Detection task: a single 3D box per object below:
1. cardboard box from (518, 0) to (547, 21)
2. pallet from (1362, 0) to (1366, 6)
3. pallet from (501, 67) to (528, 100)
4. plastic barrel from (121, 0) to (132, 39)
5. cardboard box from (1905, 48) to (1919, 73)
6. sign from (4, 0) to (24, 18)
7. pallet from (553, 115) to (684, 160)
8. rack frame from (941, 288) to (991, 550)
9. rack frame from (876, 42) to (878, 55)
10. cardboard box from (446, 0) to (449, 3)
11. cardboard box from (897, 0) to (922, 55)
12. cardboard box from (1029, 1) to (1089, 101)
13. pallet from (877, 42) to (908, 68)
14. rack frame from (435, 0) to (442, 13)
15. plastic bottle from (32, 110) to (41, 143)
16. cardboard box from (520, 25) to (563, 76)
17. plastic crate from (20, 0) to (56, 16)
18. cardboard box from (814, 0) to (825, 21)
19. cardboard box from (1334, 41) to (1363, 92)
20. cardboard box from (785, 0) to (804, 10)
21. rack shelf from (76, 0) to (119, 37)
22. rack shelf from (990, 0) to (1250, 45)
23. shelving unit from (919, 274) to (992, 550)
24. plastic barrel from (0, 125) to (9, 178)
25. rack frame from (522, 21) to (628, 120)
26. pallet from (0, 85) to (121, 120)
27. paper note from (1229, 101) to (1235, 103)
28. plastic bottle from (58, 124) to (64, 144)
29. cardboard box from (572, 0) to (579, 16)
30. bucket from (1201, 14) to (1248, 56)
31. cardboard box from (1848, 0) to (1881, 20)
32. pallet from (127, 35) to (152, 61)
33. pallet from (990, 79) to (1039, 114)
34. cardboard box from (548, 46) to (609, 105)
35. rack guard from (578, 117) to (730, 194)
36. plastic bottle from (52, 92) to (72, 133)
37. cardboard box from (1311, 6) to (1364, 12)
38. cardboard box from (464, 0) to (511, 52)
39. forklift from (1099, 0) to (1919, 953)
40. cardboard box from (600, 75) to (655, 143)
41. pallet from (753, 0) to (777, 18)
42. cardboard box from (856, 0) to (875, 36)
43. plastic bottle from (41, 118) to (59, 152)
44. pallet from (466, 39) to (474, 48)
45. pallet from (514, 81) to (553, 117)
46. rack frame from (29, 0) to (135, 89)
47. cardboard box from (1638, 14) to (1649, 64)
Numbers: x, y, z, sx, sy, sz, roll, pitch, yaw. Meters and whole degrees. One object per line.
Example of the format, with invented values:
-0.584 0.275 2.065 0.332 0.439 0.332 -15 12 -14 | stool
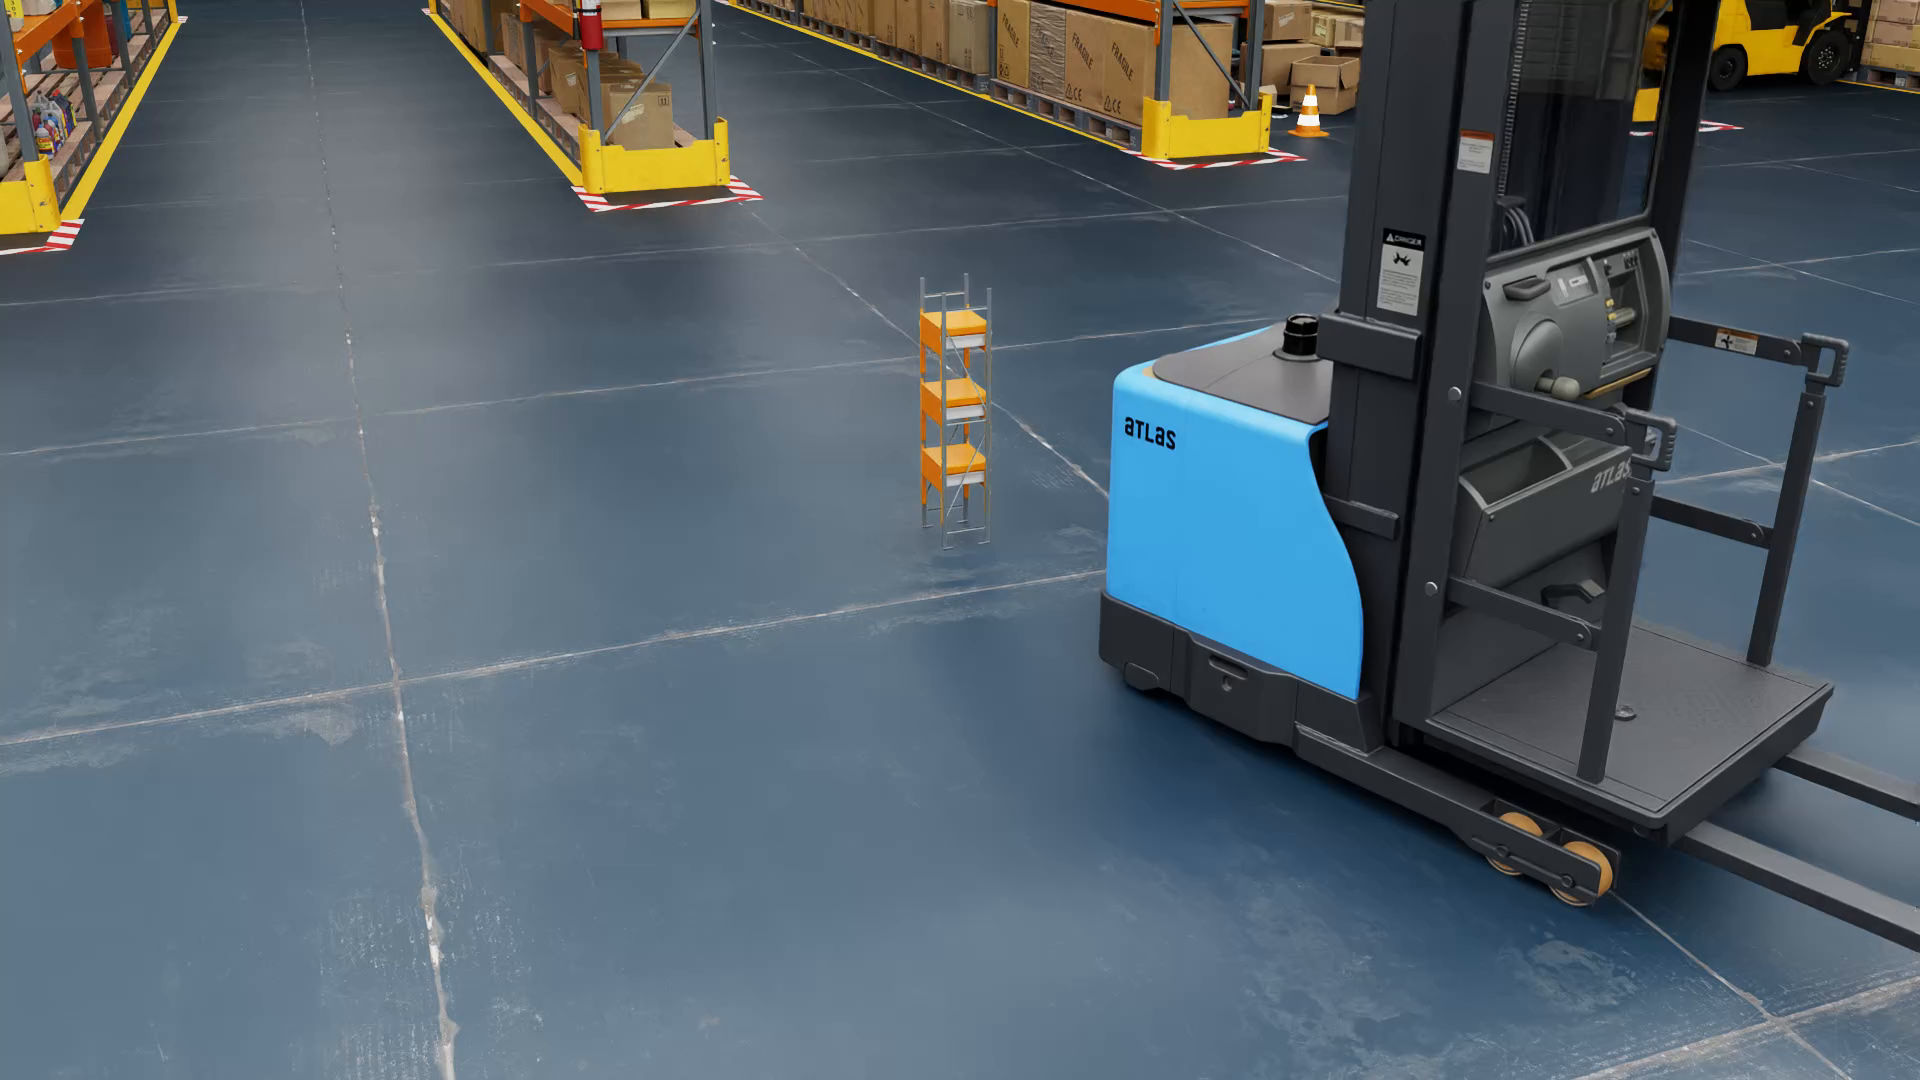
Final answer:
-4.824 -6.139 19.140 0.500 0.250 0.500 -6 23 -13 | cardboard box
7.538 -9.094 28.054 1.003 0.211 1.213 -8 24 -19 | pallet
-4.583 -5.162 18.725 1.003 0.211 1.213 -8 24 -19 | pallet
-11.156 -6.974 21.595 0.600 0.901 0.708 -8 24 -19 | plastic barrel
10.993 -5.363 18.611 0.500 0.250 0.500 -8 24 -19 | cardboard box
-6.577 -3.789 11.520 0.100 0.325 0.005 -8 24 -19 | sign
-3.167 -3.752 15.380 1.003 0.211 1.213 -8 24 -19 | pallet
0.024 -0.459 6.487 0.200 1.050 0.008 -8 24 -19 | rack frame
-0.609 -7.817 21.435 1.000 3.000 0.127 -8 24 -19 | rack frame
-7.810 -9.073 26.610 0.875 0.875 0.875 -8 24 -19 | cardboard box
-0.166 -6.423 20.484 1.050 0.750 0.750 -8 24 -18 | cardboard box
1.282 -5.013 16.977 0.875 0.875 0.875 -8 24 -19 | cardboard box
-0.401 -6.236 21.273 1.003 0.211 1.213 -8 24 -19 | pallet
-8.111 -10.080 26.804 1.000 3.000 0.127 -8 24 -19 | rack frame
-7.872 -3.536 14.207 0.061 0.283 0.133 -8 24 -19 | plastic bottle
-4.418 -5.376 18.295 0.700 0.500 0.500 -11 25 -24 | cardboard box
-7.695 -4.364 13.581 0.530 0.136 0.437 -8 24 -19 | plastic crate
-1.821 -7.815 24.109 0.500 0.500 0.500 -7 24 -17 | cardboard box
4.504 -5.353 18.804 0.500 0.500 0.500 8 24 18 | cardboard box
-2.480 -8.246 25.583 0.380 0.149 0.250 -8 24 -18 | cardboard box
-9.212 -5.436 16.711 1.077 0.370 4.000 -8 24 -19 | rack shelf
1.510 -5.306 16.402 1.077 0.370 4.000 -8 24 -19 | rack shelf
-0.019 -0.503 6.592 0.215 1.050 0.252 -8 24 -19 | shelving unit
-7.574 -3.045 12.775 0.421 0.512 0.421 0 23 0 | plastic barrel
-3.872 -5.720 16.459 1.000 3.000 0.127 -8 24 -19 | rack frame
-9.254 -4.480 17.106 1.003 0.211 1.213 -8 24 -19 | pallet
2.995 -4.750 17.990 0.172 0.023 0.155 0 23 -1 | paper note
-7.706 -3.473 14.166 0.097 0.201 0.097 0 23 0 | plastic bottle
-2.977 -4.401 13.653 0.380 0.149 0.250 -8 24 -19 | cardboard box
3.009 -5.823 18.961 0.726 0.611 0.620 0 13 -1 | bucket
10.626 -6.187 19.280 0.500 0.250 0.500 -8 24 -18 | cardboard box
-11.098 -6.376 21.607 1.003 0.211 1.213 -8 24 -19 | pallet
0.999 -4.792 17.847 1.003 0.211 1.213 -8 24 -19 | pallet
-3.768 -4.611 16.505 0.500 0.500 0.500 -9 25 -21 | cardboard box
-2.486 -3.142 13.562 1.175 0.500 0.348 -8 24 -19 | rack guard
-7.941 -3.758 14.649 0.144 0.351 0.185 -10 25 -22 | plastic bottle
4.707 -6.766 21.783 0.950 0.372 0.625 -8 24 -17 | cardboard box
-5.510 -6.642 20.841 1.225 0.875 0.875 -10 25 -21 | cardboard box
1.833 -0.600 4.399 1.130 2.935 3.031 -19 30 -38 | forklift
-2.907 -3.750 14.463 0.500 0.500 0.500 -2 23 -5 | cardboard box
-2.728 -8.669 27.046 1.003 0.211 1.213 -8 24 -19 | pallet
-1.086 -7.062 22.321 0.500 0.500 0.500 -8 24 -19 | cardboard box
-7.563 -3.359 13.803 0.097 0.271 0.097 0 23 0 | plastic bottle
-6.355 -7.072 23.257 1.003 0.211 1.213 -8 24 -19 | pallet
-4.149 -4.718 17.672 1.003 0.211 1.213 -8 24 -19 | pallet
-9.919 -6.494 18.295 1.000 3.000 0.127 -8 24 -19 | rack frame
6.777 -5.238 17.350 0.500 0.500 0.500 -9 25 -21 | cardboard box
